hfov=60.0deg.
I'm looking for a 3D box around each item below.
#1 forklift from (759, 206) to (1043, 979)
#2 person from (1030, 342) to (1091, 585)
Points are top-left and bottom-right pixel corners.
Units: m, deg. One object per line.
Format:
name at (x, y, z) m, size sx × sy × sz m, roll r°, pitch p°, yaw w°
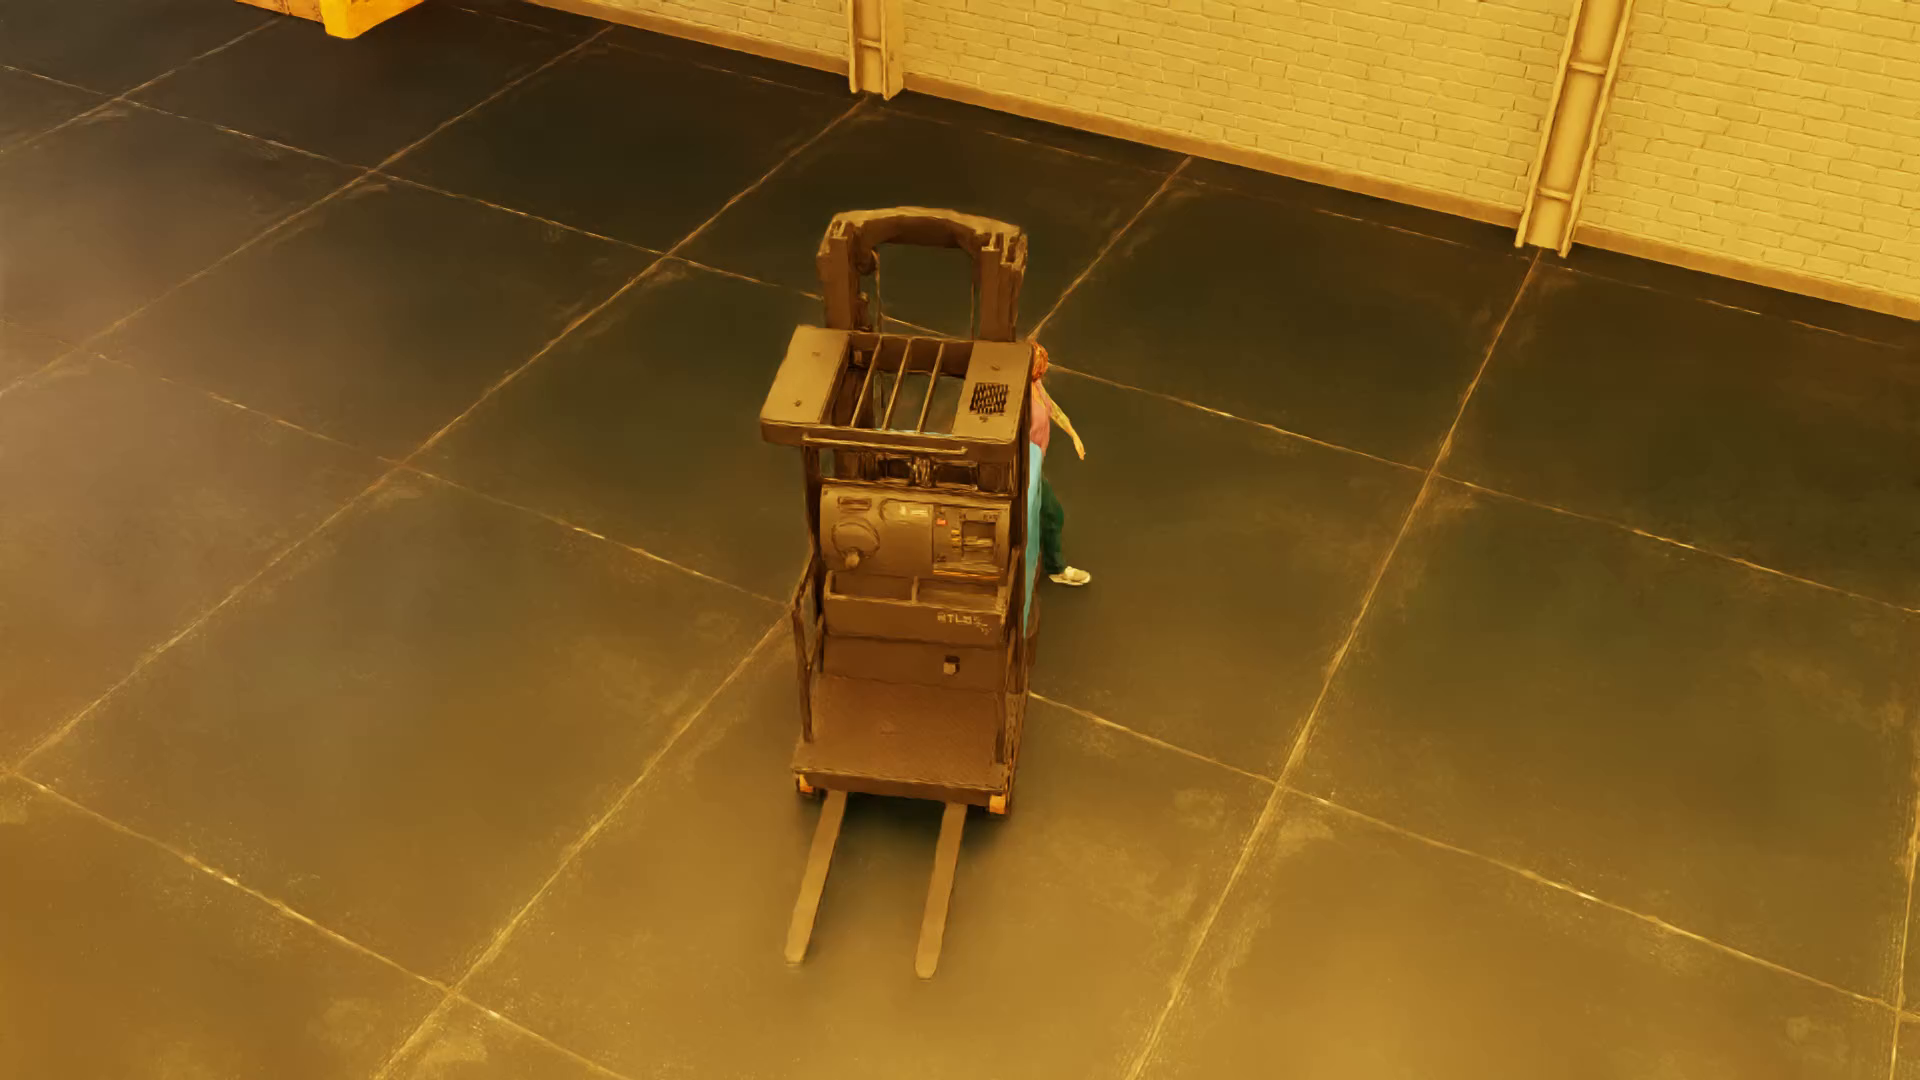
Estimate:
forklift at (-0.250, 0.044, 7.935) m, size 1.130 × 2.935 × 3.031 m, roll 5°, pitch 40°, yaw 6°
person at (0.414, -0.433, 9.590) m, size 0.777 × 1.530 × 0.553 m, roll 6°, pitch 40°, yaw 7°
